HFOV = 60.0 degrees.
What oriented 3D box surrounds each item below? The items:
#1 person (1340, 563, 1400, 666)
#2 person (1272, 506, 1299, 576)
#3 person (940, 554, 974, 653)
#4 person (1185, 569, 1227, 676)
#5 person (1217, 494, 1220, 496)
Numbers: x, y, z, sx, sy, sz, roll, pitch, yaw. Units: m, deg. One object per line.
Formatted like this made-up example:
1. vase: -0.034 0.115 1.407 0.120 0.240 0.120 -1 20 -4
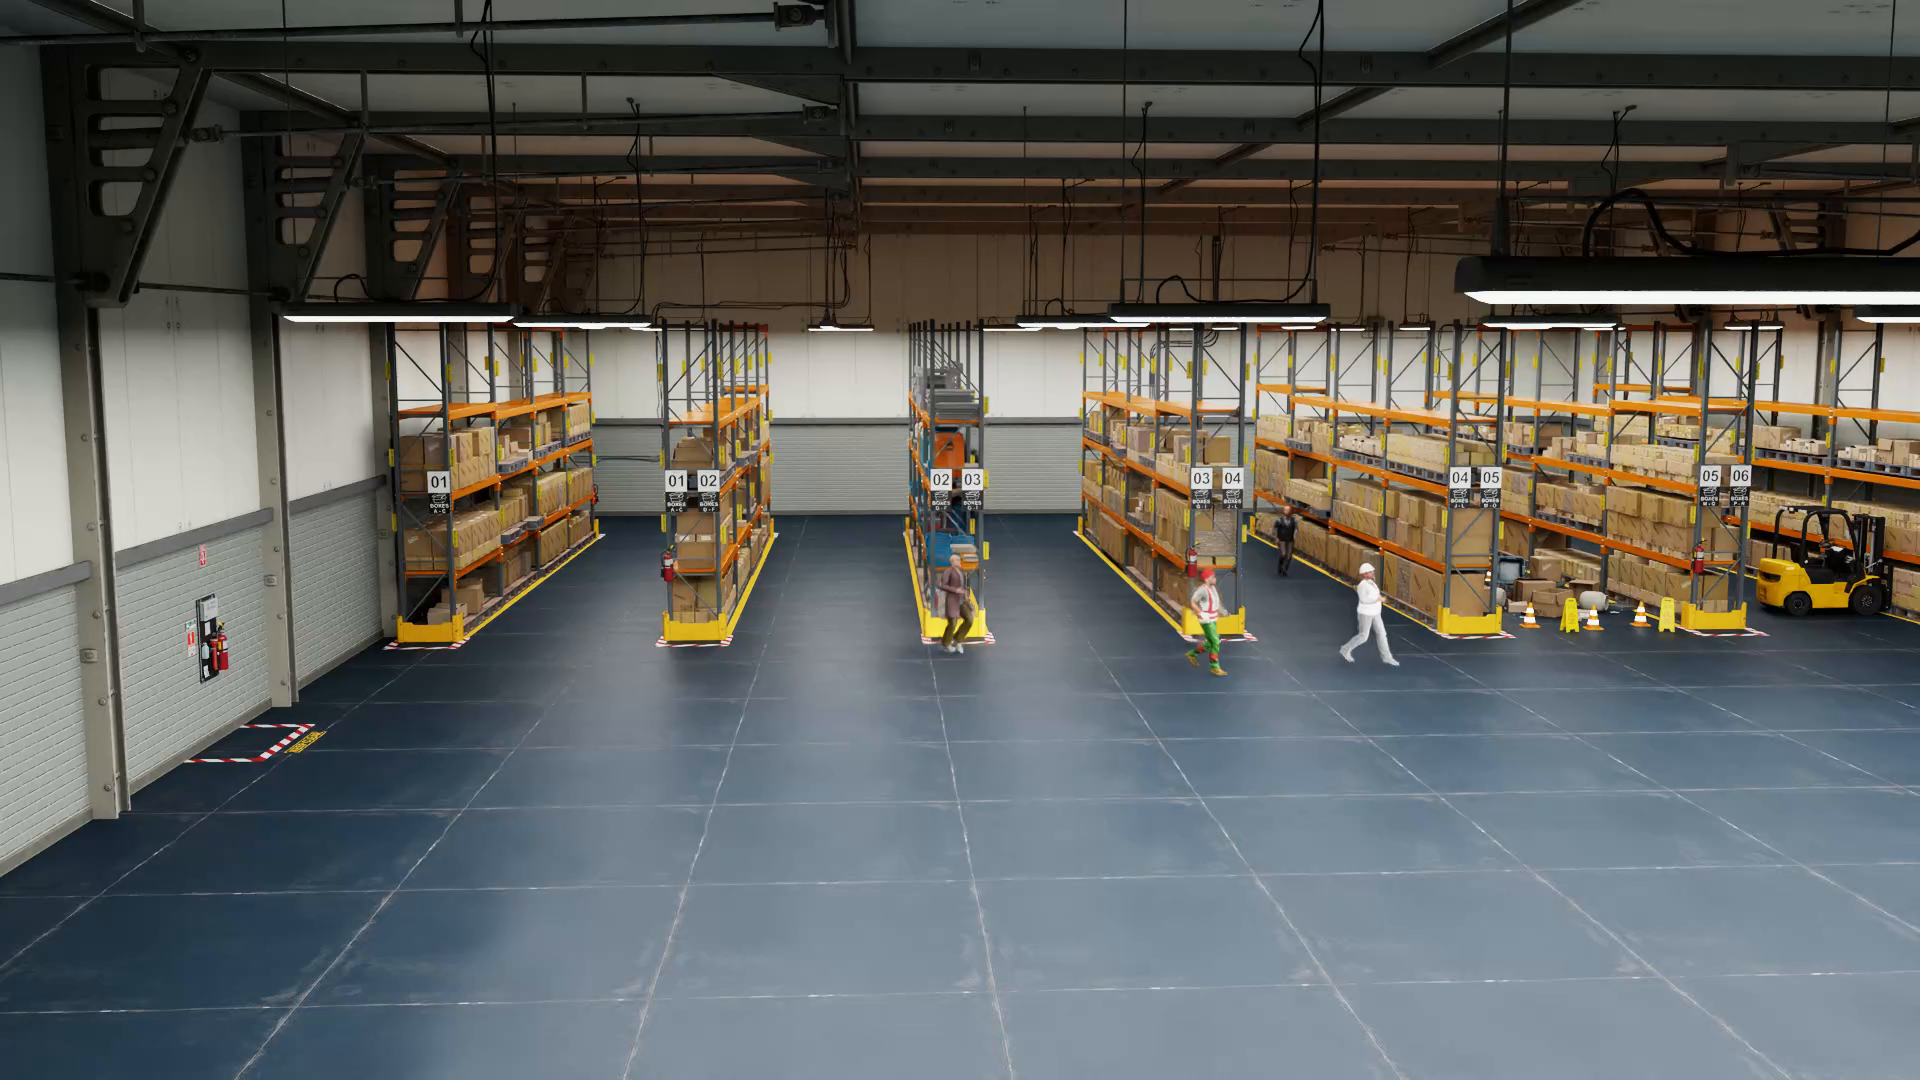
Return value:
1. person: 7.119 1.274 28.789 1.025 1.744 0.665 5 9 38
2. person: 7.745 0.032 39.466 0.597 1.675 0.640 0 7 -3
3. person: -0.047 1.154 29.979 0.658 1.784 0.720 6 9 41
4. person: 4.158 1.376 28.120 0.802 1.777 0.663 4 8 32
5. person: 7.328 -1.052 48.220 0.683 1.624 0.968 4 8 30
